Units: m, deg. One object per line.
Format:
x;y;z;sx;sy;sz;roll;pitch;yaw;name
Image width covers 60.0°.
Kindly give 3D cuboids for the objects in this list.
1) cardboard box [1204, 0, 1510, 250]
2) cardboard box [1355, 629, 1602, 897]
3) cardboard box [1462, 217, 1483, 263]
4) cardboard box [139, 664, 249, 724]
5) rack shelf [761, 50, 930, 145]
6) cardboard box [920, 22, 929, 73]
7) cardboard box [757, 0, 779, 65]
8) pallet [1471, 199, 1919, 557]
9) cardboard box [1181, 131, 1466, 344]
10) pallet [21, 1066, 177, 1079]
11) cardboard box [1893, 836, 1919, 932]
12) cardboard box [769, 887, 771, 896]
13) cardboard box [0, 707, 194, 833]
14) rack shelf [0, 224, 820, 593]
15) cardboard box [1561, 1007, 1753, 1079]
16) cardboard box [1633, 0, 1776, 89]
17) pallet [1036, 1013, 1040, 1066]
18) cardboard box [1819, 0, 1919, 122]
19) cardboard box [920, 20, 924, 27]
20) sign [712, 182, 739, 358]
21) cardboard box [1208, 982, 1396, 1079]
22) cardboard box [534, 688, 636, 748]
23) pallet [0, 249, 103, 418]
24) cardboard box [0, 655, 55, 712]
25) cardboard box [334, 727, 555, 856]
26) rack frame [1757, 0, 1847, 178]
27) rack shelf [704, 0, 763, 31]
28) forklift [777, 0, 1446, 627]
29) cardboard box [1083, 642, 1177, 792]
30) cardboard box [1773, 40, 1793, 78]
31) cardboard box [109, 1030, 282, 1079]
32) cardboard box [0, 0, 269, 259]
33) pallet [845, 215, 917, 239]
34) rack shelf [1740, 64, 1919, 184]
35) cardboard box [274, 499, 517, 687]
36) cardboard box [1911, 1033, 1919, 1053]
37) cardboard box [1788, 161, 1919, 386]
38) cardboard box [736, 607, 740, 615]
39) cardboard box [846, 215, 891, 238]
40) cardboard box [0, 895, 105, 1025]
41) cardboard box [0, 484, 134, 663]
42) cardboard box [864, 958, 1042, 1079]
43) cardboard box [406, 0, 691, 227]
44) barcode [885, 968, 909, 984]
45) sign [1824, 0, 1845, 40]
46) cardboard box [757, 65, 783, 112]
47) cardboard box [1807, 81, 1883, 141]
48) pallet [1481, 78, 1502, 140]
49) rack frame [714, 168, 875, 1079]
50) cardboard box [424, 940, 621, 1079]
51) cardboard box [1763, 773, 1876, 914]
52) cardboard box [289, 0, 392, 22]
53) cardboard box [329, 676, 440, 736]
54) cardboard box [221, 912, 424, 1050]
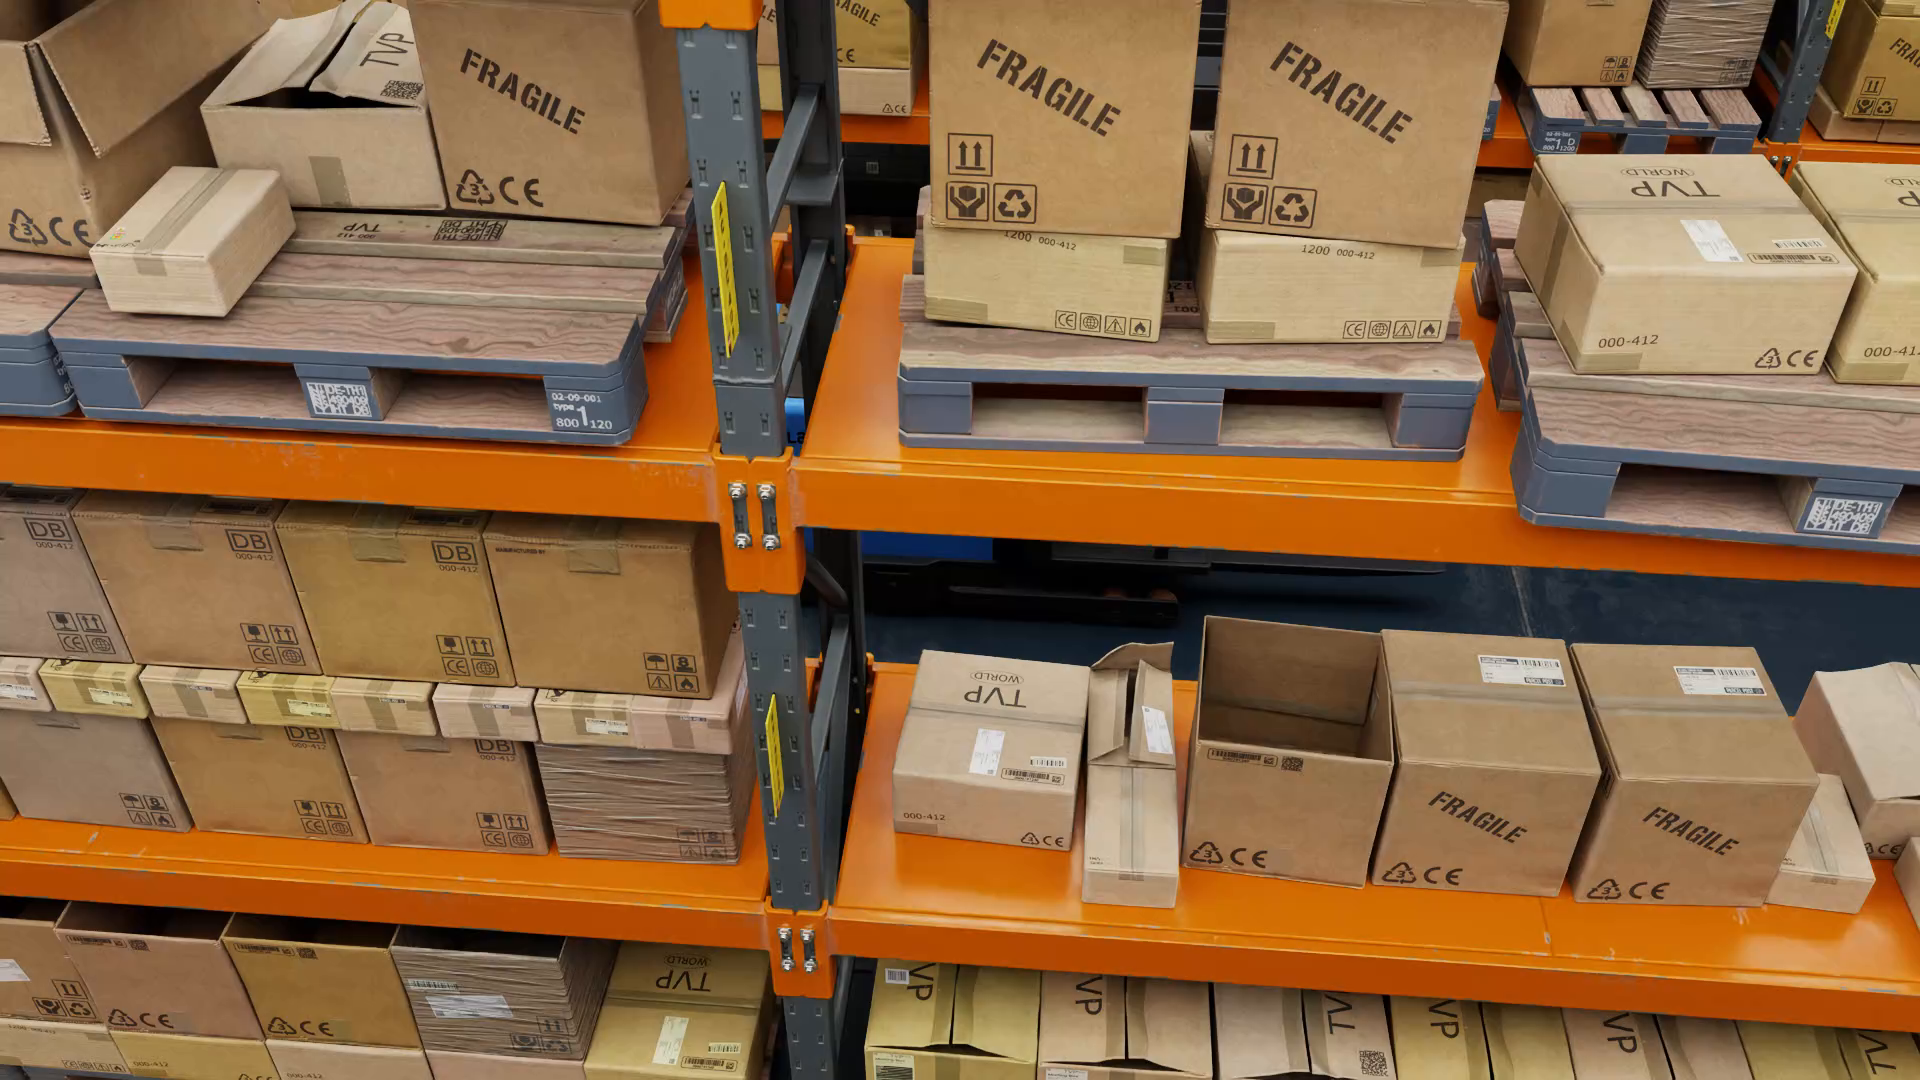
0.784;-0.947;3.353;0.500;0.500;0.500;7;40;8;cardboard box
1.391;0.607;4.550;0.500;0.500;0.500;3;39;4;cardboard box
2.787;-1.669;9.056;0.500;0.500;0.700;3;39;4;cardboard box
-1.951;0.297;4.416;0.250;0.149;0.380;4;39;5;cardboard box
-1.966;-2.408;8.903;4.000;0.370;1.077;3;39;4;rack shelf
-0.423;-2.689;8.780;0.500;0.250;0.500;4;39;4;cardboard box
-0.969;-2.674;8.168;0.500;0.500;0.500;3;39;4;cardboard box
1.790;-0.375;3.608;1.213;0.211;1.003;5;39;6;pallet
0.764;-0.663;3.598;0.500;0.250;0.500;0;39;-1;cardboard box
-2.404;1.484;5.759;1.213;0.211;1.003;3;39;4;pallet
2.668;0.977;4.372;0.250;0.149;0.380;3;39;4;cardboard box
-0.832;0.928;5.485;0.500;0.500;0.500;3;39;4;cardboard box
-2.375;0.397;4.807;0.500;0.500;0.700;4;39;5;cardboard box
-2.389;-0.456;4.128;4.000;0.370;1.077;3;39;4;rack shelf
2.024;1.514;4.915;0.500;0.311;0.500;3;39;4;cardboard box
3.543;-2.589;8.127;0.500;0.500;0.700;-1;39;-1;cardboard box
0.341;1.634;5.575;1.213;0.211;1.003;3;39;4;pallet
4.474;-2.335;7.912;0.500;0.500;0.500;4;39;5;cardboard box
-0.423;-2.976;8.539;0.500;0.500;0.500;2;39;3;cardboard box
-0.443;-0.508;3.150;0.005;0.325;0.100;3;39;4;sign
1.007;1.460;4.981;0.500;0.311;0.500;2;39;2;cardboard box
-0.932;0.352;4.348;0.250;0.149;0.380;2;39;3;cardboard box
-2.461;-0.690;3.916;1.213;0.211;1.003;3;39;4;pallet
-2.478;0.270;4.449;0.250;0.149;0.380;3;39;4;cardboard box
-1.366;0.454;4.737;0.500;0.500;0.700;3;39;3;cardboard box
4.012;-2.361;8.274;0.127;3.000;1.000;3;39;4;rack frame
1.596;-1.246;3.040;4.000;0.370;1.077;3;39;4;rack shelf
0.628;-1.108;6.789;3.031;2.935;1.130;3;39;3;forklift
0.495;0.522;4.839;0.258;0.266;0.396;2;39;3;cardboard box
4.358;-2.414;8.523;0.250;0.149;0.380;4;39;5;cardboard box
-2.373;1.475;5.408;0.500;0.250;0.500;3;39;4;cardboard box
-2.027;-1.052;3.765;0.637;0.503;0.797;7;40;9;cardboard box
-0.645;-1.511;9.440;1.213;0.211;1.003;3;39;4;pallet
6.004;-1.973;8.367;4.000;0.370;1.077;3;39;4;rack shelf
-1.343;-0.052;4.330;0.500;0.500;0.700;3;39;4;cardboard box
3.045;1.567;4.849;0.500;0.311;0.500;4;39;5;cardboard box
2.039;-0.558;3.469;0.500;0.250;0.500;2;39;3;cardboard box
-0.648;0.110;4.645;0.250;0.149;0.380;3;39;4;cardboard box
-0.509;-1.661;9.310;0.250;0.166;0.380;-2;39;-2;cardboard box
-2.869;1.146;5.217;0.500;0.500;0.500;3;39;4;cardboard box
-2.339;-0.107;4.398;0.500;0.500;0.700;3;39;4;cardboard box
-0.007;1.402;5.052;0.500;0.311;0.500;3;39;4;cardboard box
-0.876;-1.075;3.796;0.500;0.500;0.500;6;40;8;cardboard box
-0.179;1.239;4.722;0.075;0.075;0.001;3;39;4;barcode
3.974;-2.437;7.514;0.005;0.325;0.100;3;39;4;sign
-0.967;-2.396;8.420;0.500;0.250;0.500;3;39;4;cardboard box
4.320;-2.107;8.146;0.250;0.149;0.380;3;39;3;cardboard box
2.036;-2.368;8.435;1.213;0.211;1.003;3;39;4;pallet
-0.397;0.537;4.714;0.127;3.000;1.000;3;39;4;rack frame
-1.375;1.520;5.353;0.500;0.250;0.500;3;39;4;cardboard box
2.313;0.818;4.567;0.250;0.149;0.380;6;40;7;cardboard box
-3.017;-2.789;8.309;0.500;0.500;0.500;3;39;4;cardboard box
-1.455;0.326;4.381;0.250;0.149;0.380;3;39;4;cardboard box
-1.873;1.203;5.148;0.500;0.500;0.500;3;39;4;cardboard box
